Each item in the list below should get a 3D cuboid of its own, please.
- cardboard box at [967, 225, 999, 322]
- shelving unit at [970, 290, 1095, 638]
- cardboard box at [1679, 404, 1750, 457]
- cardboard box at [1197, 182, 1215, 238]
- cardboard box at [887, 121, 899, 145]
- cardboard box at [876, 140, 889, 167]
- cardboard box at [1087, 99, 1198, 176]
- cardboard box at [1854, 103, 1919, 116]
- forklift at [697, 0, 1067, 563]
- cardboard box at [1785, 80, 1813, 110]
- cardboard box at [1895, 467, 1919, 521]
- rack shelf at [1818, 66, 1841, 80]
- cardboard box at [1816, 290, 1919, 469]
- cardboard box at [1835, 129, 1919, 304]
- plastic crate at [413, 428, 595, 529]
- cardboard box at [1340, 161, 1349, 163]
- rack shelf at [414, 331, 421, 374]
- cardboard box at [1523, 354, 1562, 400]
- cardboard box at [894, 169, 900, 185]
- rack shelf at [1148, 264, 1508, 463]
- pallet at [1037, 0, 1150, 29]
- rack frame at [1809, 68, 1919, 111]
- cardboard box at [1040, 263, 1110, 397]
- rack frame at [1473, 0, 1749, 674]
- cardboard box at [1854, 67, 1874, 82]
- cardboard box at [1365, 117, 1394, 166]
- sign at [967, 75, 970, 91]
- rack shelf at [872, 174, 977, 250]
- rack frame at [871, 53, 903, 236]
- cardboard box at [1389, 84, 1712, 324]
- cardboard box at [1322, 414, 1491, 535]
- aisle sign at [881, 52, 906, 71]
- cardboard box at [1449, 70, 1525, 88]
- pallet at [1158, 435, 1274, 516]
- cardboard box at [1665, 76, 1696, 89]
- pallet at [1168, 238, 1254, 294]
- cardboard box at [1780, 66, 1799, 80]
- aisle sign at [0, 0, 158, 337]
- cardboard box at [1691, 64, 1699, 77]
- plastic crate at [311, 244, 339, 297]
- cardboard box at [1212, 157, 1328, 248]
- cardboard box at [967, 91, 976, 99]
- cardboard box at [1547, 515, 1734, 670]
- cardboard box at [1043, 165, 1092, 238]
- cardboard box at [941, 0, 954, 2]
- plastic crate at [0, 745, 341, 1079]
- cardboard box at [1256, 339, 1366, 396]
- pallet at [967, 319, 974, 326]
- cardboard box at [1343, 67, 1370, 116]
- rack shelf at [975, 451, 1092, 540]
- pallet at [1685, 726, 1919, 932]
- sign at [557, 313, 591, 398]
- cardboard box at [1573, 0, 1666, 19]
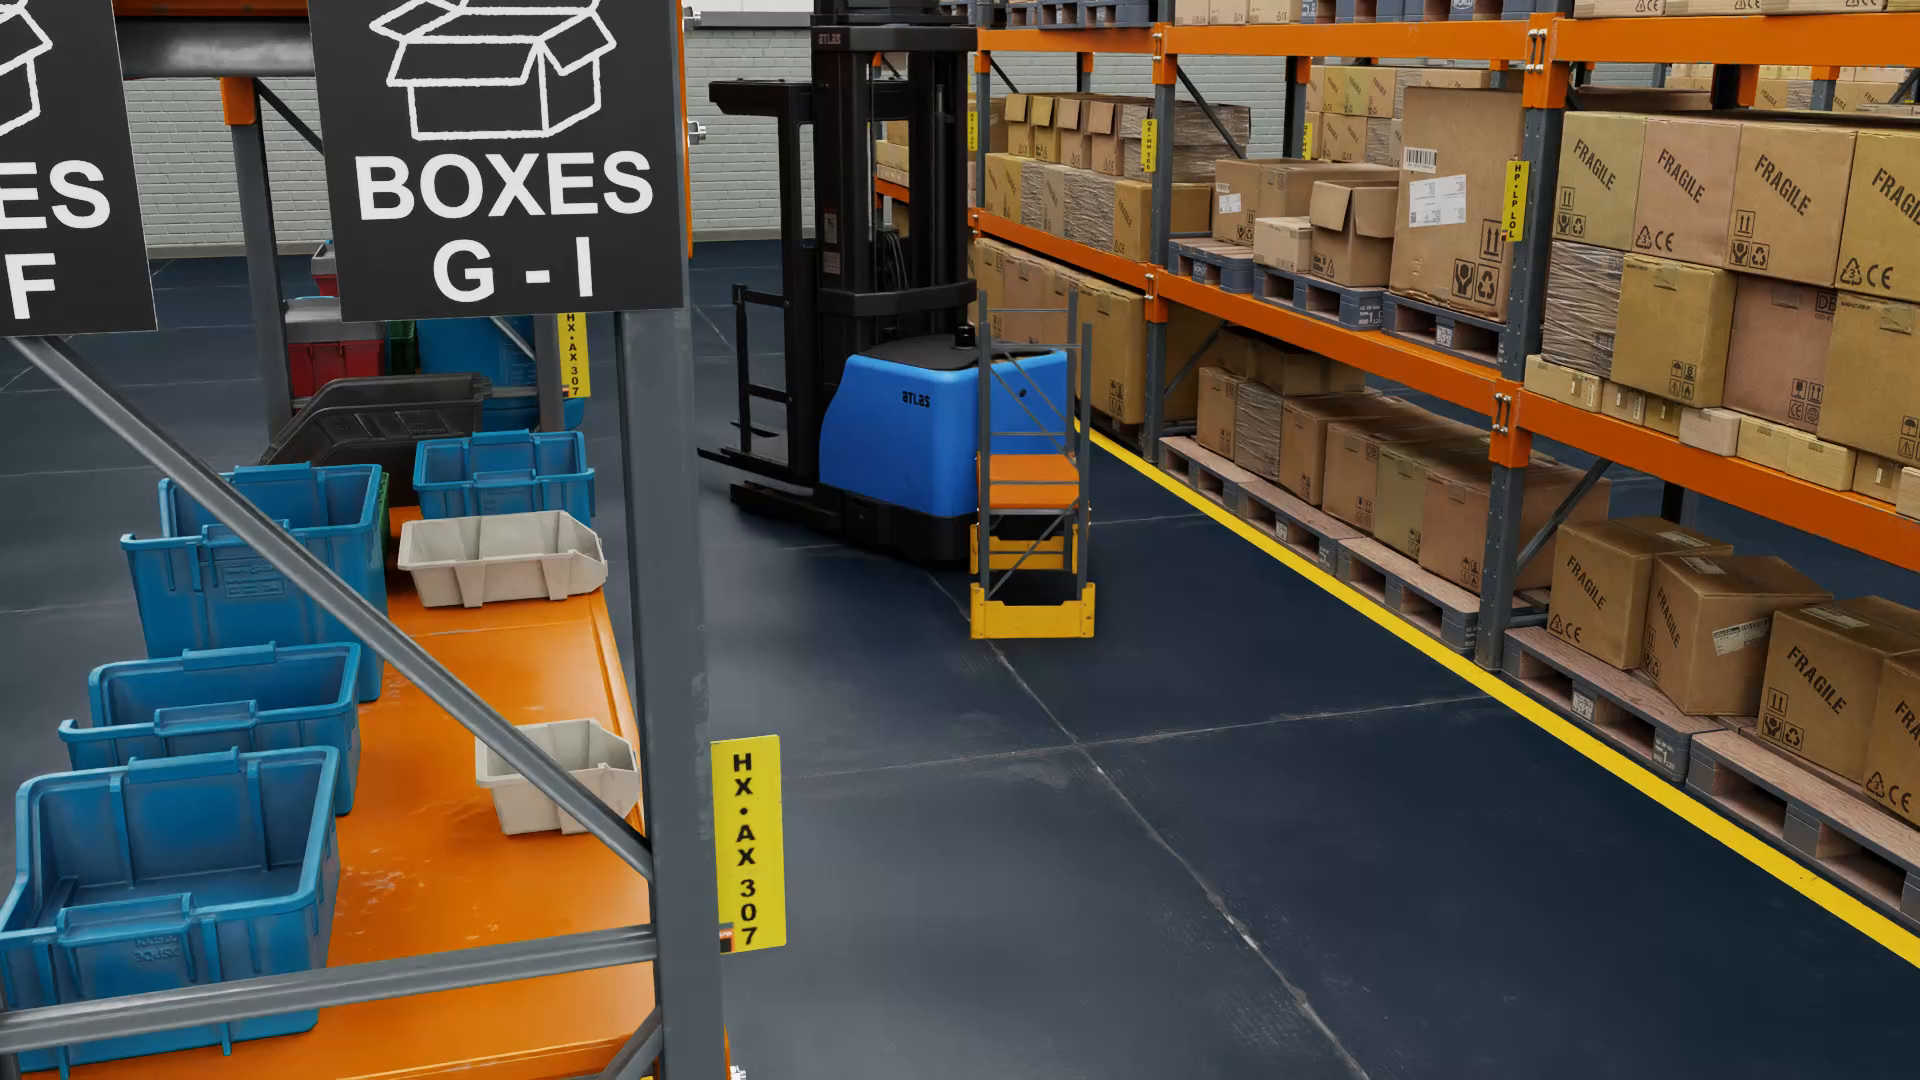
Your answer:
[{"bbox_3d":[0.532,-2.480,15.456,0.875,0.875,0.875,-5,17,-15],"label":"cardboard box"},{"bbox_3d":[0.346,-0.408,8.202,0.587,1.500,1.083,0,17,0],"label":"shelving unit"},{"bbox_3d":[2.863,-0.413,6.049,0.380,0.149,0.250,-5,17,-15],"label":"cardboard box"},{"bbox_3d":[1.864,-2.205,11.403,0.500,0.500,0.500,-4,17,-14],"label":"cardboard box"},{"bbox_3d":[-0.453,-4.351,17.163,0.500,0.500,0.500,-5,17,-17],"label":"cardboard box"},{"bbox_3d":[-0.591,-4.130,17.731,0.500,0.250,0.500,-5,17,-17],"label":"cardboard box"},{"bbox_3d":[1.374,-2.913,12.018,0.797,0.503,0.637,-4,17,-14],"label":"cardboard box"},{"bbox_3d":[6.646,-2.767,11.537,0.700,0.500,0.500,-5,17,-16],"label":"cardboard box"},{"bbox_3d":[-0.739,-1.631,9.788,1.130,2.935,3.031,-15,22,-41],"label":"forklift"},{"bbox_3d":[9.489,-4.807,18.329,0.500,0.500,0.500,-4,17,-15],"label":"cardboard box"},{"bbox_3d":[3.144,-0.137,5.130,0.380,0.149,0.250,-5,17,-15],"label":"cardboard box"},{"bbox_3d":[7.082,-2.904,9.941,1.077,0.370,4.000,-5,17,-15],"label":"rack shelf"},{"bbox_3d":[3.335,-0.542,5.352,0.875,0.500,0.500,-5,17,-15],"label":"cardboard box"},{"bbox_3d":[3.138,-1.005,5.155,0.500,0.500,0.500,-5,17,-15],"label":"cardboard box"},{"bbox_3d":[-1.362,-0.147,4.985,0.499,0.251,0.616,-5,17,-15],"label":"plastic crate"},{"bbox_3d":[4.443,-4.135,18.441,0.380,0.149,0.250,-4,17,-13],"label":"cardboard box"},{"bbox_3d":[-2.477,-0.711,7.857,1.077,0.370,4.000,-5,17,-15],"label":"rack shelf"},{"bbox_3d":[2.605,-0.691,6.974,0.380,0.149,0.250,-5,17,-15],"label":"cardboard box"},{"bbox_3d":[-0.467,-3.755,17.176,0.380,0.149,0.250,-5,17,-16],"label":"cardboard box"},{"bbox_3d":[2.285,-1.103,9.160,1.077,0.370,4.000,-5,17,-15],"label":"rack shelf"},{"bbox_3d":[1.197,-3.830,12.102,1.003,0.211,1.213,-4,17,-13],"label":"pallet"},{"bbox_3d":[6.532,-2.365,12.111,1.000,3.000,0.127,-5,17,-15],"label":"rack frame"},{"bbox_3d":[1.328,-1.624,12.608,1.225,0.875,0.875,-5,17,-15],"label":"cardboard box"},{"bbox_3d":[2.835,-0.894,7.215,1.000,3.000,0.127,-5,17,-15],"label":"rack frame"},{"bbox_3d":[9.747,-4.939,17.642,0.380,0.149,0.250,-5,17,-15],"label":"cardboard box"},{"bbox_3d":[4.632,-4.199,17.526,0.500,0.500,0.500,-5,17,-17],"label":"cardboard box"},{"bbox_3d":[0.063,-4.921,18.195,0.100,0.325,0.005,-5,17,-15],"label":"sign"},{"bbox_3d":[0.087,-3.316,16.527,1.077,0.370,4.000,-5,17,-15],"label":"rack shelf"},{"bbox_3d":[-0.463,-4.214,18.265,1.000,3.000,0.127,-5,17,-15],"label":"rack frame"},{"bbox_3d":[2.751,-1.614,7.837,1.000,1.000,1.000,-5,17,-15],"label":"cardboard box"},{"bbox_3d":[2.420,-0.367,9.042,0.700,0.500,0.500,-6,18,-20],"label":"cardboard box"},{"bbox_3d":[-0.771,-5.455,17.879,0.394,0.787,0.004,-5,17,-15],"label":"aisle sign"},{"bbox_3d":[5.044,-4.249,15.955,0.500,0.500,0.500,-5,18,-17],"label":"cardboard box"},{"bbox_3d":[1.949,-0.449,10.580,1.003,0.211,1.213,-5,17,-15],"label":"pallet"},{"bbox_3d":[8.923,-5.368,20.198,0.500,0.500,0.500,-5,17,-16],"label":"cardboard box"},{"bbox_3d":[2.034,-1.720,10.298,1.213,0.211,1.003,-5,17,-15],"label":"pallet"},{"bbox_3d":[9.402,-5.213,18.555,0.380,0.149,0.250,-5,17,-15],"label":"cardboard box"},{"bbox_3d":[-1.094,-0.598,1.710,0.394,0.787,0.004,-5,17,-15],"label":"aisle sign"},{"bbox_3d":[9.037,-5.647,20.000,0.380,0.149,0.250,-4,17,-14],"label":"cardboard box"},{"bbox_3d":[-2.877,-1.169,8.017,0.402,0.464,0.583,-5,17,-15],"label":"plastic crate"},{"bbox_3d":[1.922,-2.103,10.337,0.500,0.500,0.500,-7,18,-22],"label":"cardboard box"},{"bbox_3d":[-0.076,-4.529,17.757,0.500,0.500,0.500,-4,17,-15],"label":"cardboard box"},{"bbox_3d":[2.906,0.216,7.135,0.500,0.500,0.500,-5,18,-17],"label":"cardboard box"},{"bbox_3d":[0.946,-2.588,12.680,0.500,0.500,0.500,-4,17,-14],"label":"cardboard box"},{"bbox_3d":[0.220,-5.201,15.262,0.700,0.500,0.500,-4,17,-12],"label":"cardboard box"},{"bbox_3d":[-1.253,0.560,2.632,0.499,0.251,0.616,-5,17,-15],"label":"plastic crate"},{"bbox_3d":[2.104,-1.044,9.992,0.500,0.250,0.500,-3,17,-9],"label":"cardboard box"},{"bbox_3d":[0.503,-1.988,15.704,1.003,0.211,1.213,-5,17,-15],"label":"pallet"},{"bbox_3d":[4.468,-4.817,17.845,0.500,0.500,0.500,-5,17,-16],"label":"cardboard box"},{"bbox_3d":[0.346,-0.233,8.246,0.538,0.185,1.000,0,17,0],"label":"rack shelf"},{"bbox_3d":[3.392,0.962,5.882,1.003,0.211,1.213,-5,17,-15],"label":"pallet"},{"bbox_3d":[-1.395,-0.676,6.006,0.100,0.325,0.005,-5,17,-15],"label":"sign"},{"bbox_3d":[2.712,-2.114,6.323,0.500,0.250,0.500,-5,18,-17],"label":"cardboard box"}]
